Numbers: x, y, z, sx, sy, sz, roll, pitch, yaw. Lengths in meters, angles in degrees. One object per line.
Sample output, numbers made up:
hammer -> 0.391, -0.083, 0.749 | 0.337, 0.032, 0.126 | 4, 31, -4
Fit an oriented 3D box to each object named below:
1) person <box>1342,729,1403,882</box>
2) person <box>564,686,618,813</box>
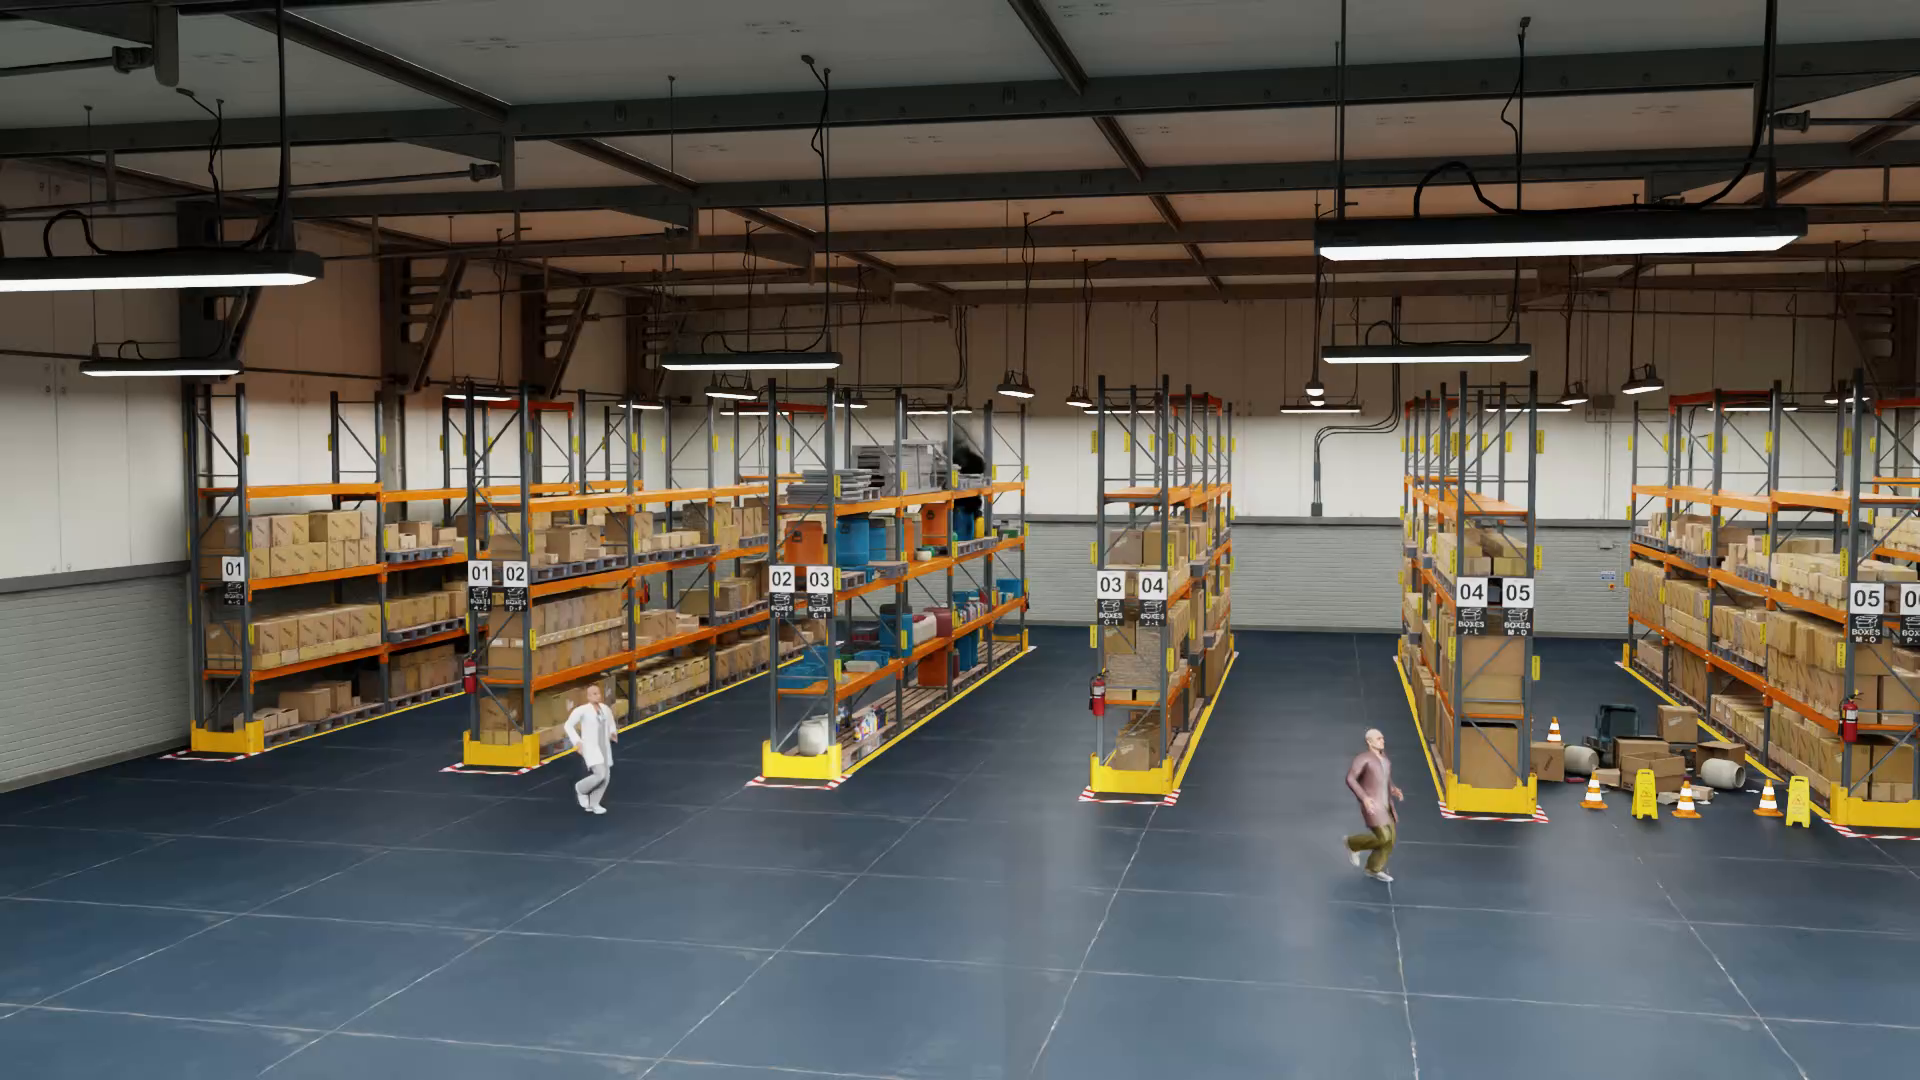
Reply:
person -> 4.766, 3.047, 19.193 | 0.709, 1.735, 0.640 | -3, 4, -42
person -> -4.919, 2.847, 22.546 | 0.624, 1.732, 0.715 | 3, 4, 40
